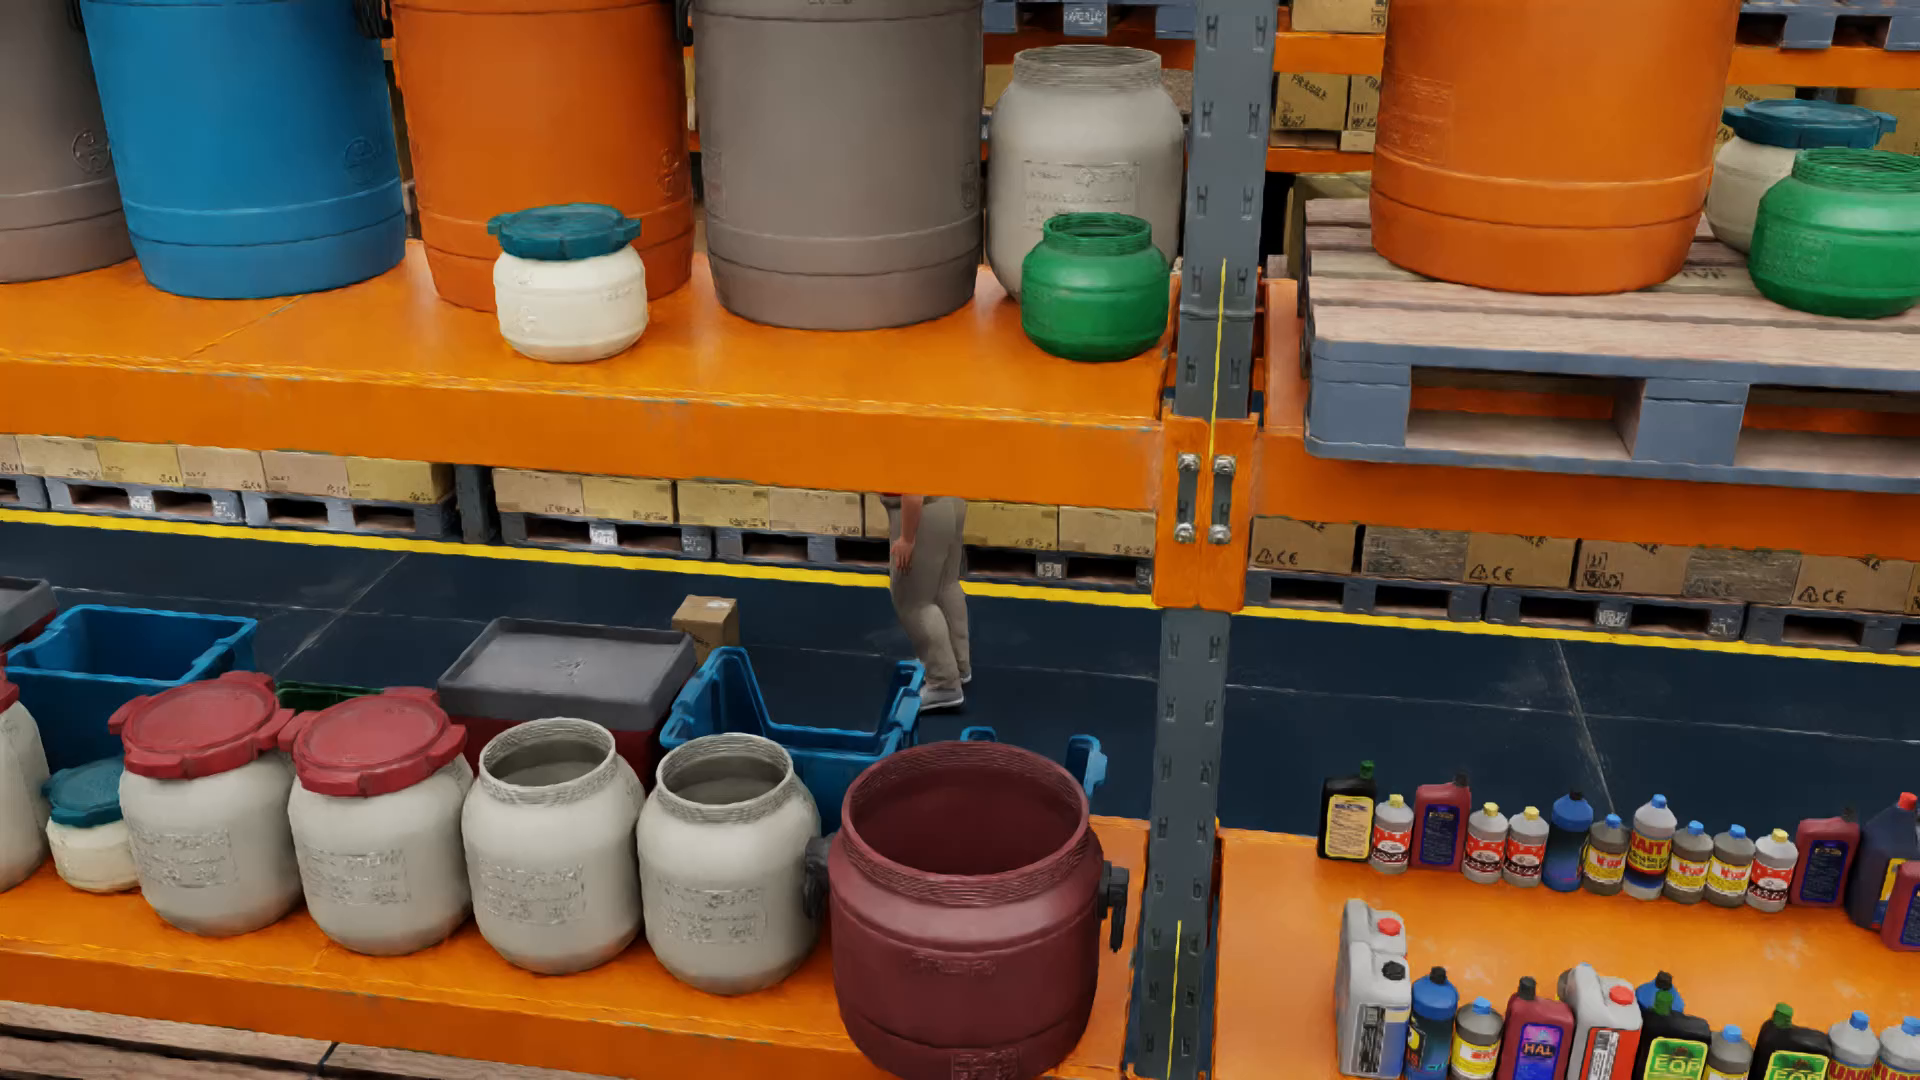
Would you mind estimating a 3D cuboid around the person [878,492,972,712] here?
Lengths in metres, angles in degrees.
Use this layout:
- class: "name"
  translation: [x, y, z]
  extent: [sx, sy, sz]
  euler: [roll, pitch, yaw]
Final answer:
- class: "person"
  translation: [-0.153, -0.100, 7.322]
  extent: [0.423, 1.723, 0.570]
  euler: [6, 25, 13]
